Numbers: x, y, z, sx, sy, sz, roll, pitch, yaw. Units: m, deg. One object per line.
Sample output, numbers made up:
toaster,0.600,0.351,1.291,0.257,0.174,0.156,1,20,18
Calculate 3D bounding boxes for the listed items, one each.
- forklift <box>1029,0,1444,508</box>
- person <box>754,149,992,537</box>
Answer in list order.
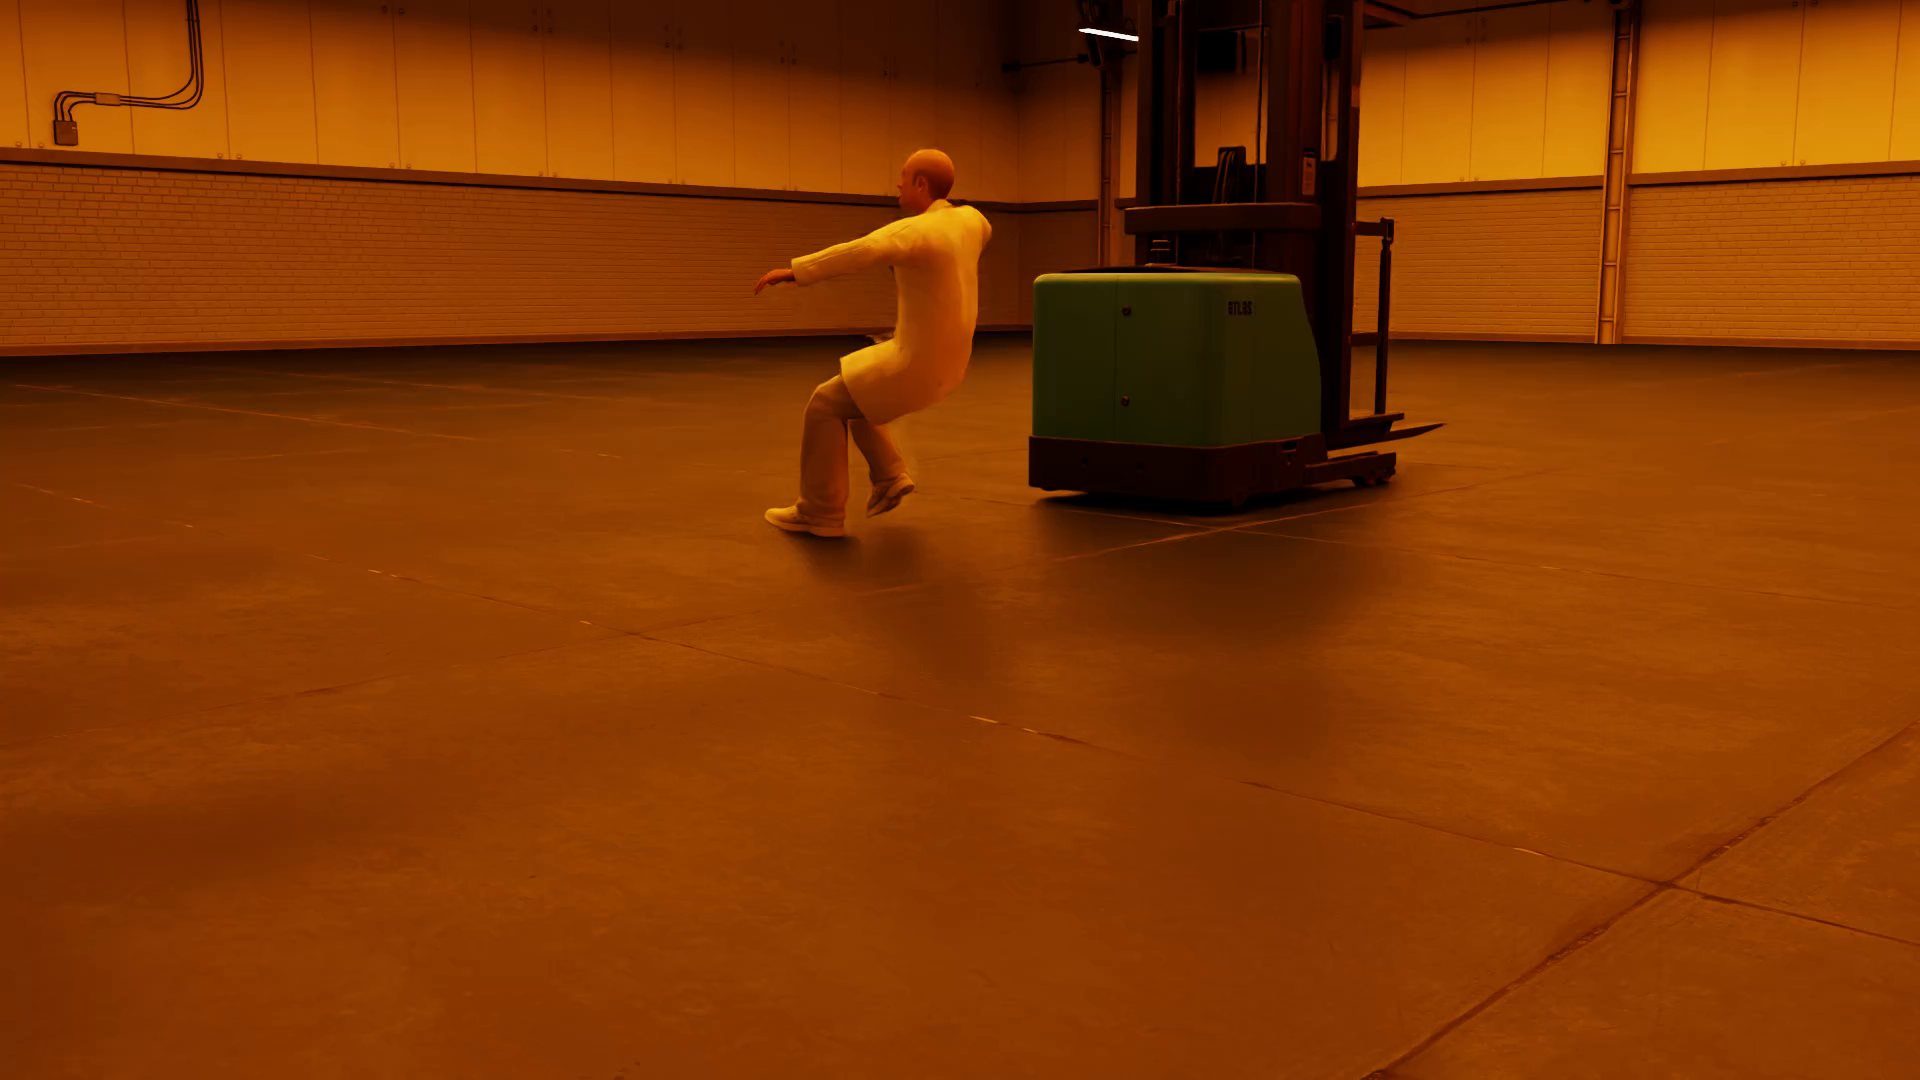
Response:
forklift,1.636,-1.765,8.595,1.130,2.935,3.031,7,11,38
person,-0.370,-0.791,6.782,0.894,1.546,1.198,3,9,18
